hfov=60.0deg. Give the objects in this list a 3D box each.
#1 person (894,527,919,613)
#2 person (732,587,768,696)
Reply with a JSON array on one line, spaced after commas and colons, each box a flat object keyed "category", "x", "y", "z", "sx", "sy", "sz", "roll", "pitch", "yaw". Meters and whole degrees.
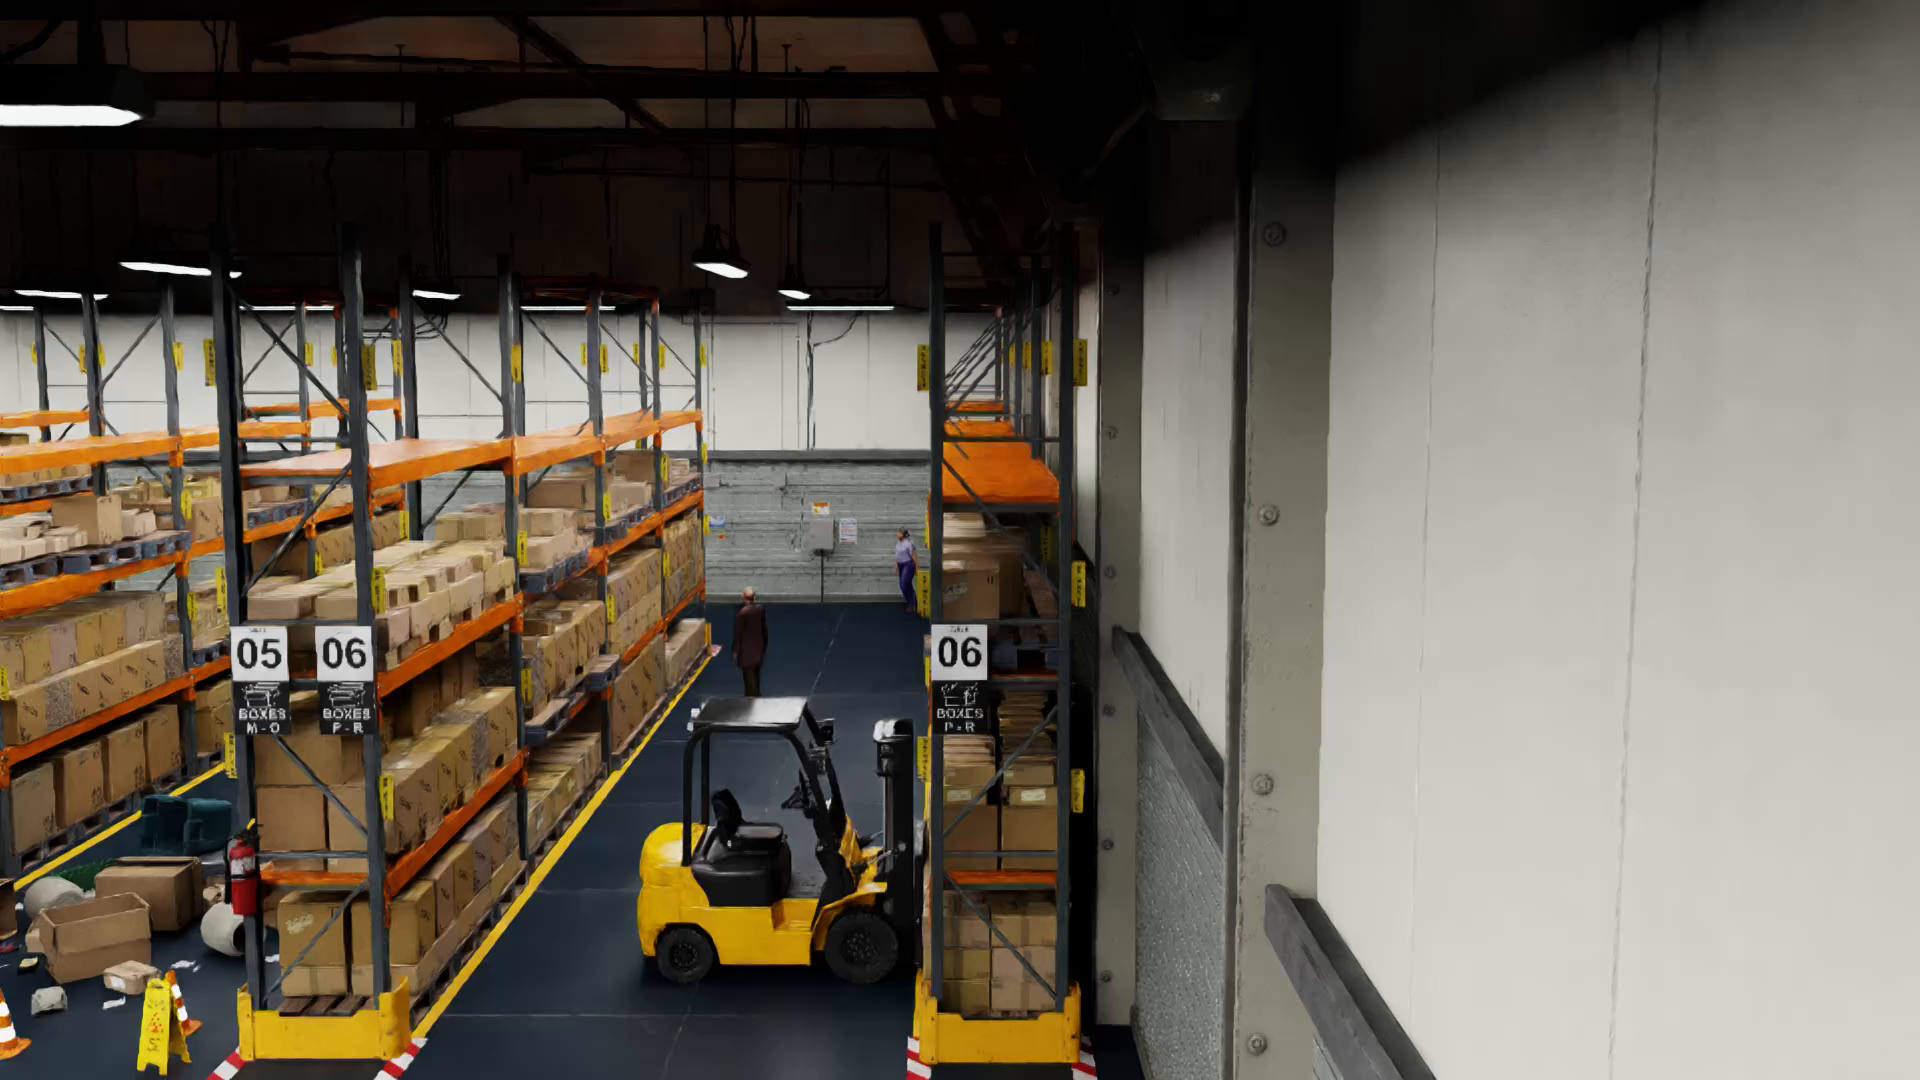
[{"category": "person", "x": -1.030, "y": 0.576, "z": 32.428, "sx": 0.475, "sy": 1.620, "sz": 0.608, "roll": -4, "pitch": 8, "yaw": -32}, {"category": "person", "x": -2.993, "y": 1.535, "z": 23.438, "sx": 0.630, "sy": 1.773, "sz": 0.678, "roll": 4, "pitch": 8, "yaw": 29}]
